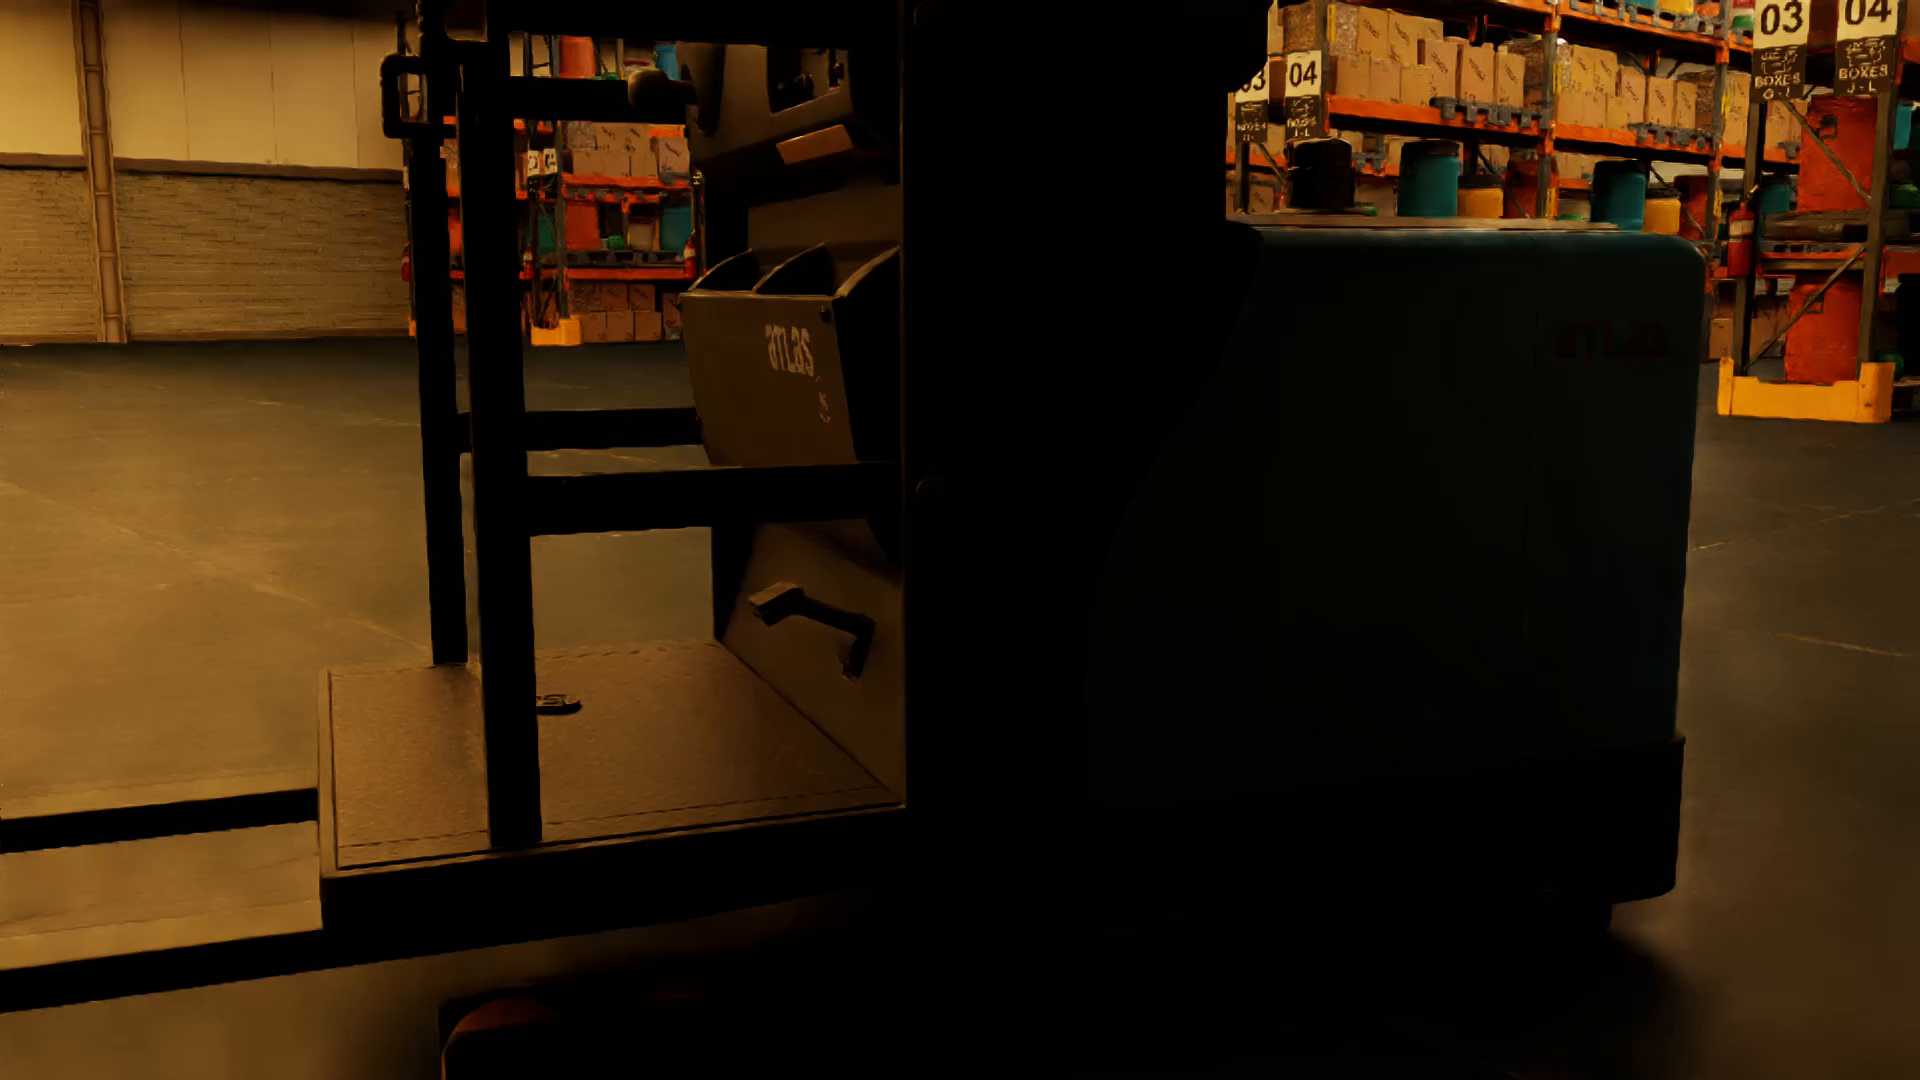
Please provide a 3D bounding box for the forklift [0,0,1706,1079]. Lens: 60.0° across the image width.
[{"bbox_3d":[-0.447,-0.829,2.310,3.031,2.935,1.130,-3,9,-21],"label":"forklift"}]
